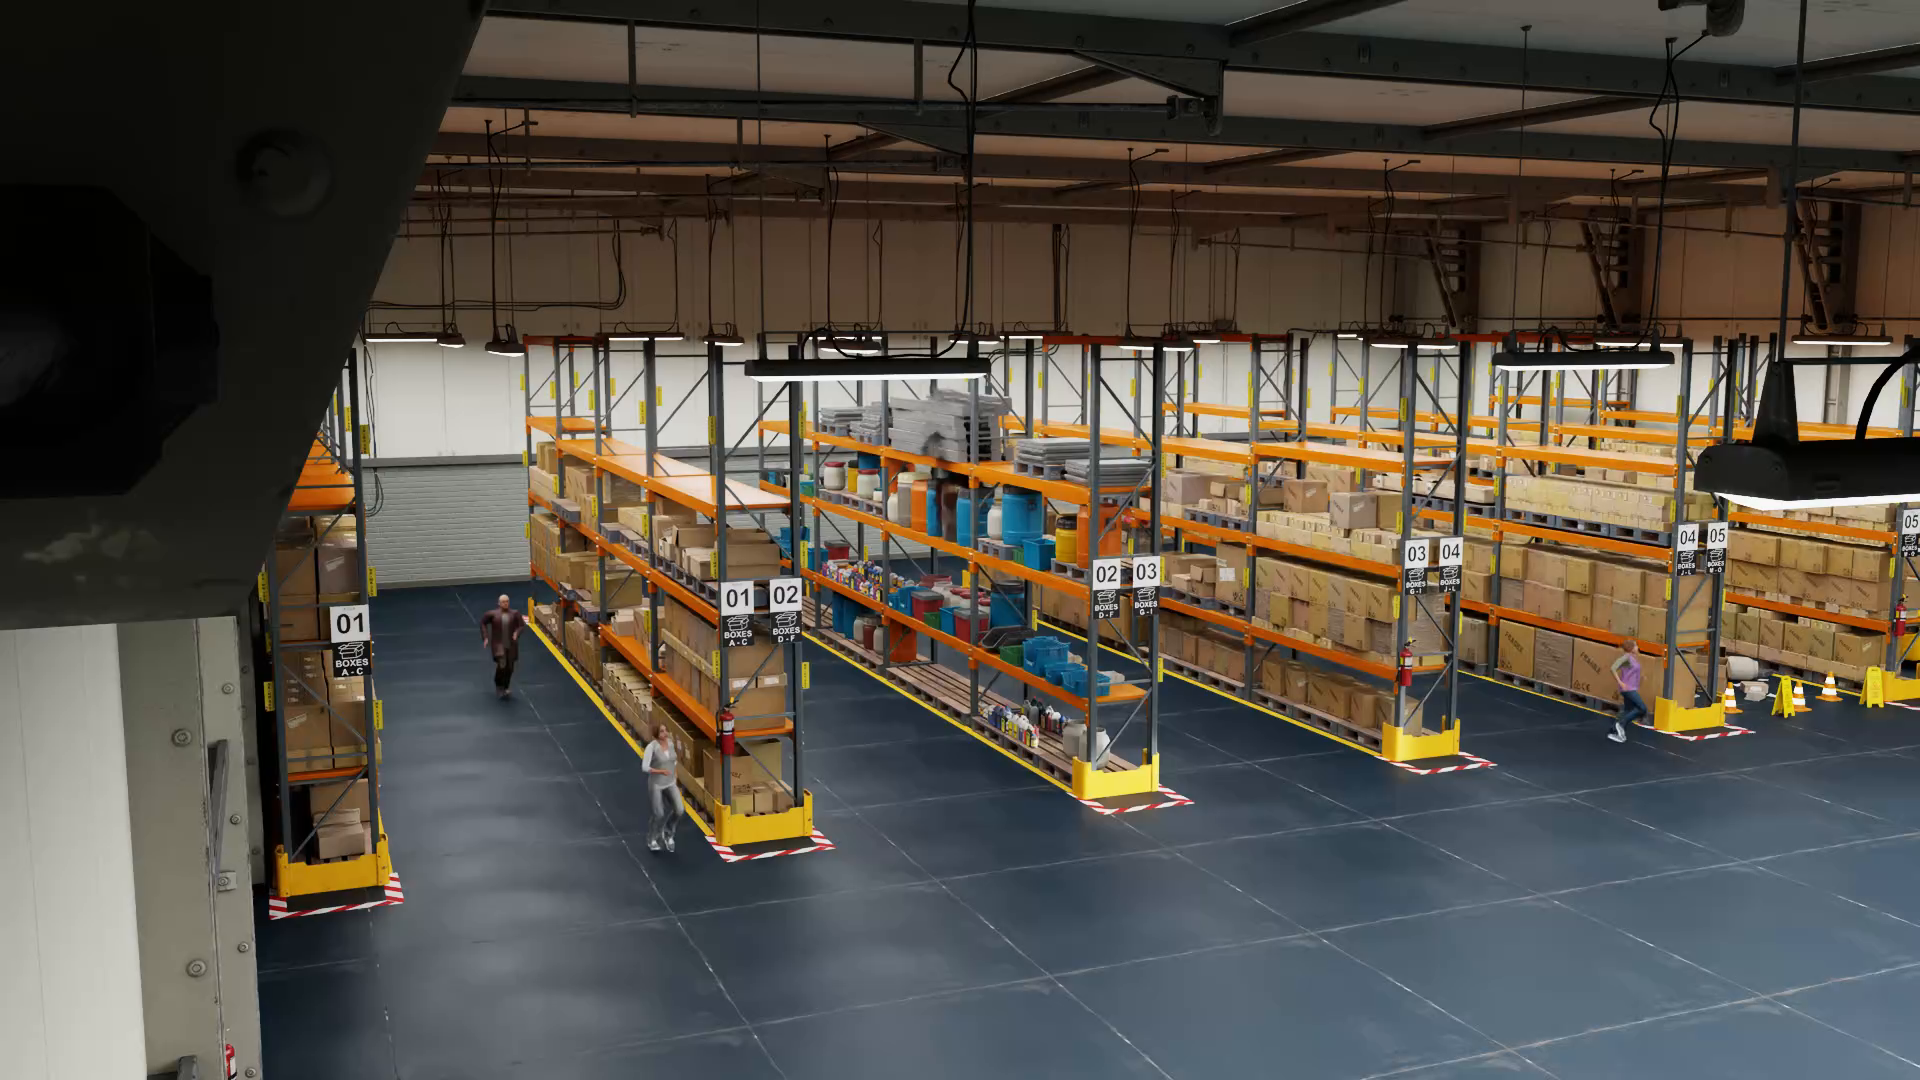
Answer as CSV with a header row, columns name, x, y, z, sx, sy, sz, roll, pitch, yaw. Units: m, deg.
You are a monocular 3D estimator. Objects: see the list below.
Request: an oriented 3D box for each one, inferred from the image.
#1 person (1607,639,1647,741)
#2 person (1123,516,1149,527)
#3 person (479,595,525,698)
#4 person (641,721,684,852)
name,x,y,z,sx,sy,sz,roll,pitch,yaw
person,10.031,2.260,24.922,0.557,1.530,0.528,4,9,29
person,4.253,0.000,41.010,0.668,1.700,0.967,4,9,28
person,-7.594,1.776,27.720,0.678,1.745,0.808,-4,9,-29
person,-3.507,2.936,19.707,0.541,1.597,0.596,-6,10,-40
